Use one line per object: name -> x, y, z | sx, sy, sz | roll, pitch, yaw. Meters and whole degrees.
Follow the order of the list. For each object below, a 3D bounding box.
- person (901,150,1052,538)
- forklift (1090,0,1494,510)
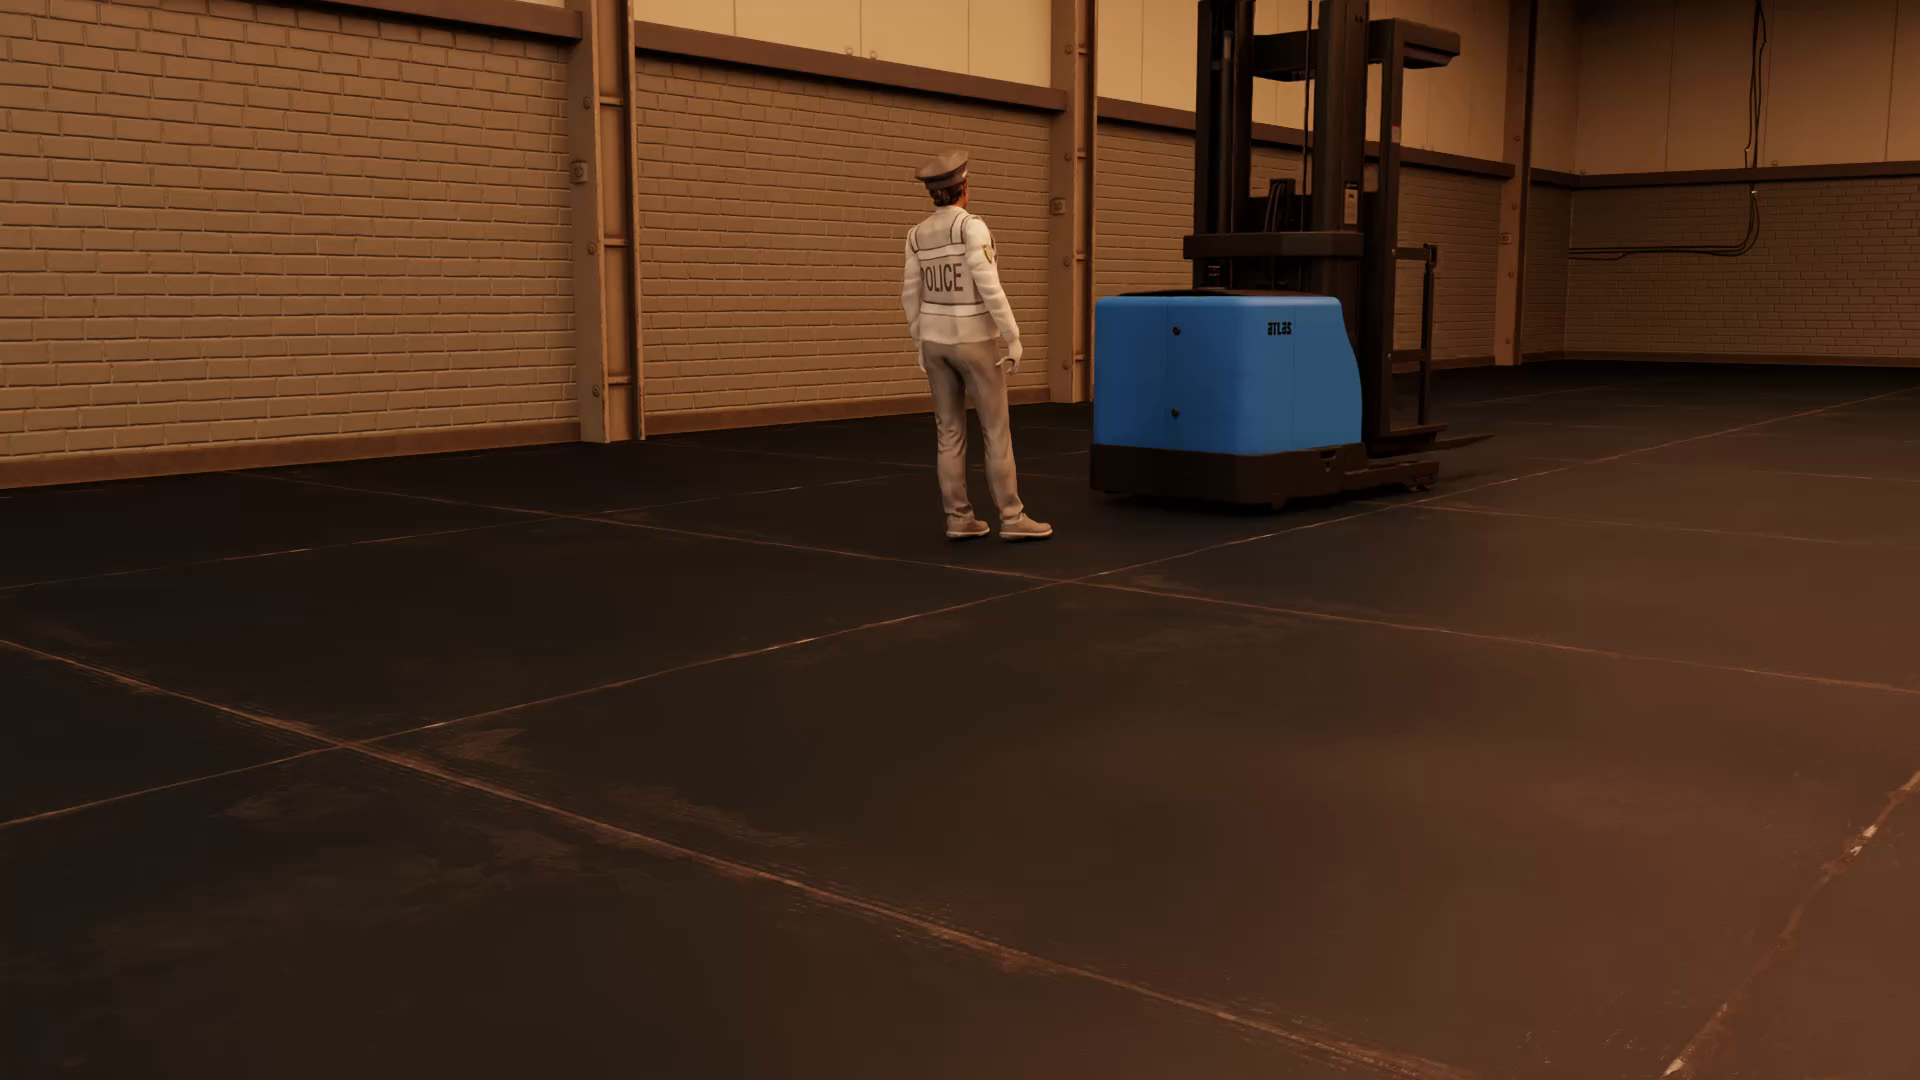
person -> 0.048, -0.852, 7.330 | 0.587, 1.695, 0.531 | 7, 11, 38
forklift -> 2.053, -1.758, 9.295 | 1.130, 2.935, 3.031 | 8, 11, 42
